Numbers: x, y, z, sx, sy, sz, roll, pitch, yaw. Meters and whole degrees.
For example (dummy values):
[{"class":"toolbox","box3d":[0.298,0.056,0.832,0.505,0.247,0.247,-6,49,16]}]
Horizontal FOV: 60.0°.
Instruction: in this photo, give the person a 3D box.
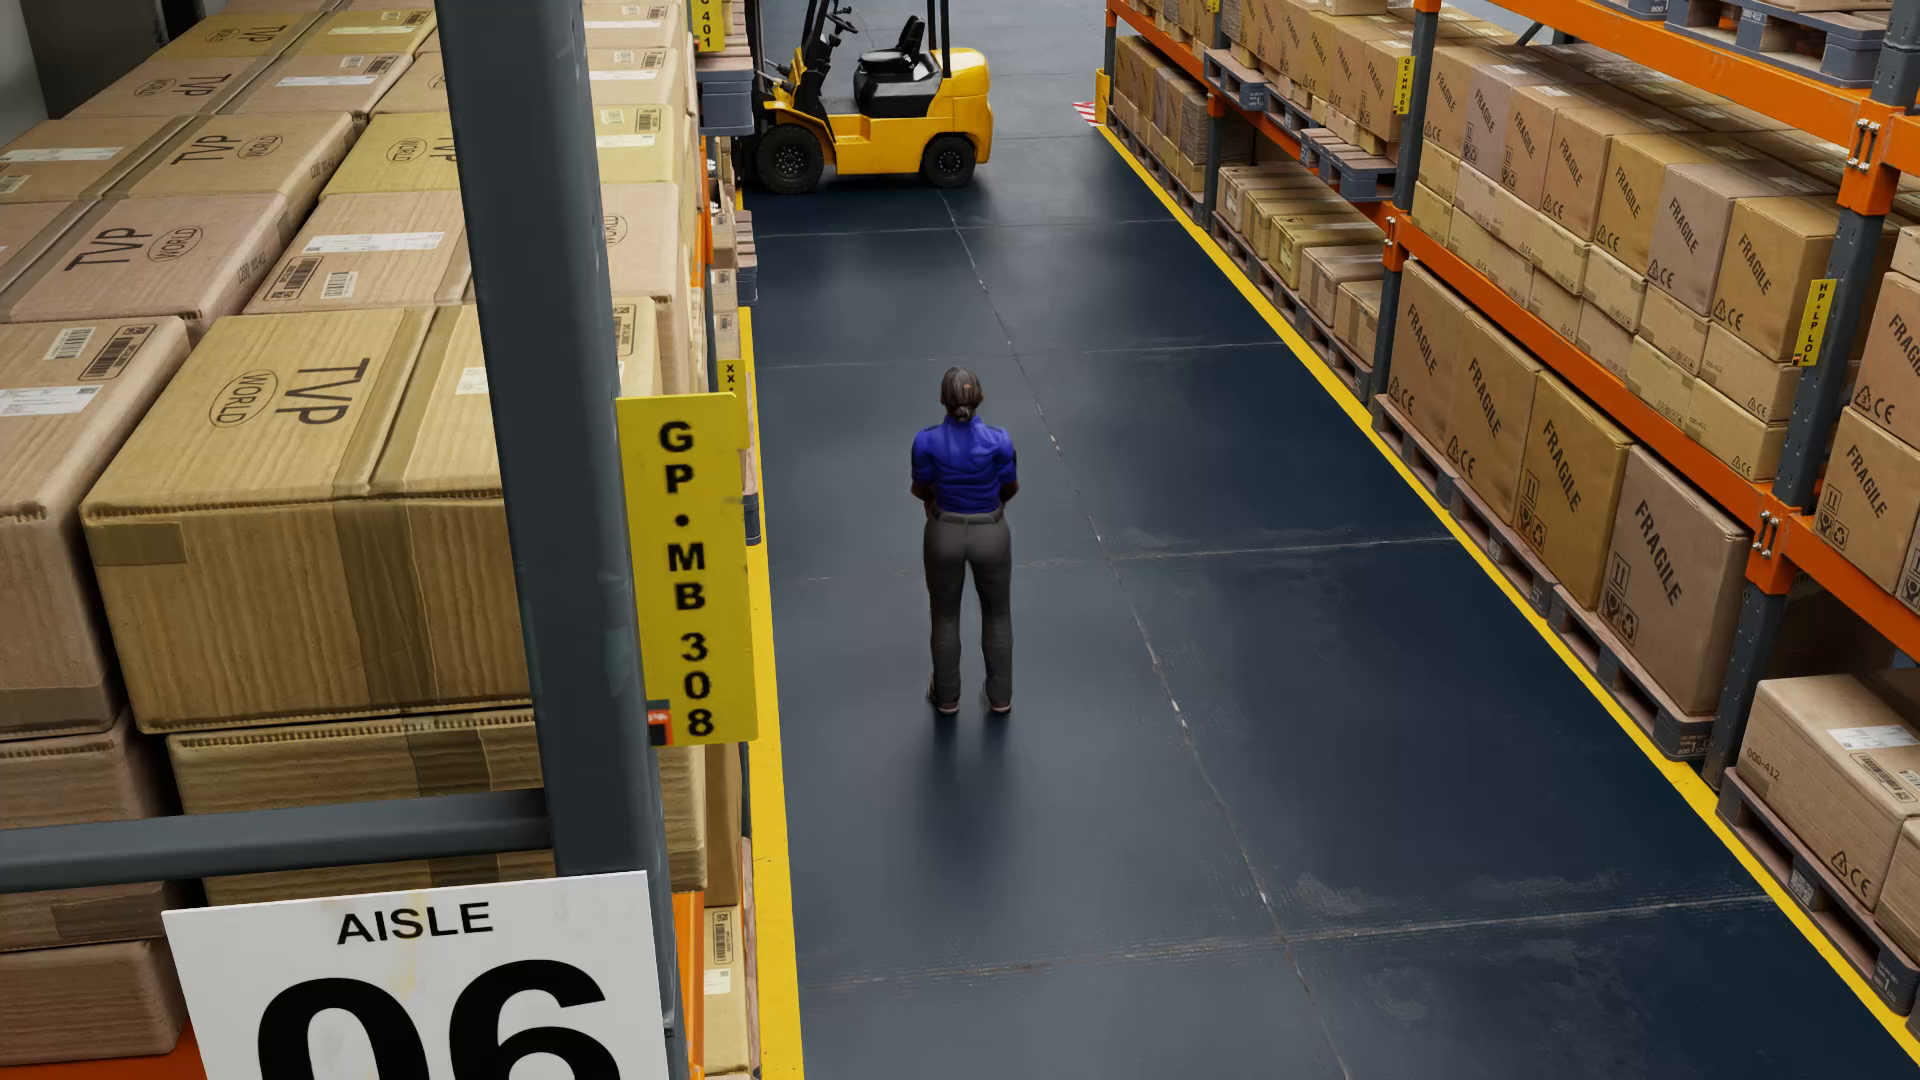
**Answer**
[{"class":"person","box3d":[0.024,-0.019,7.160,0.456,1.656,0.503,1,27,3]}]
